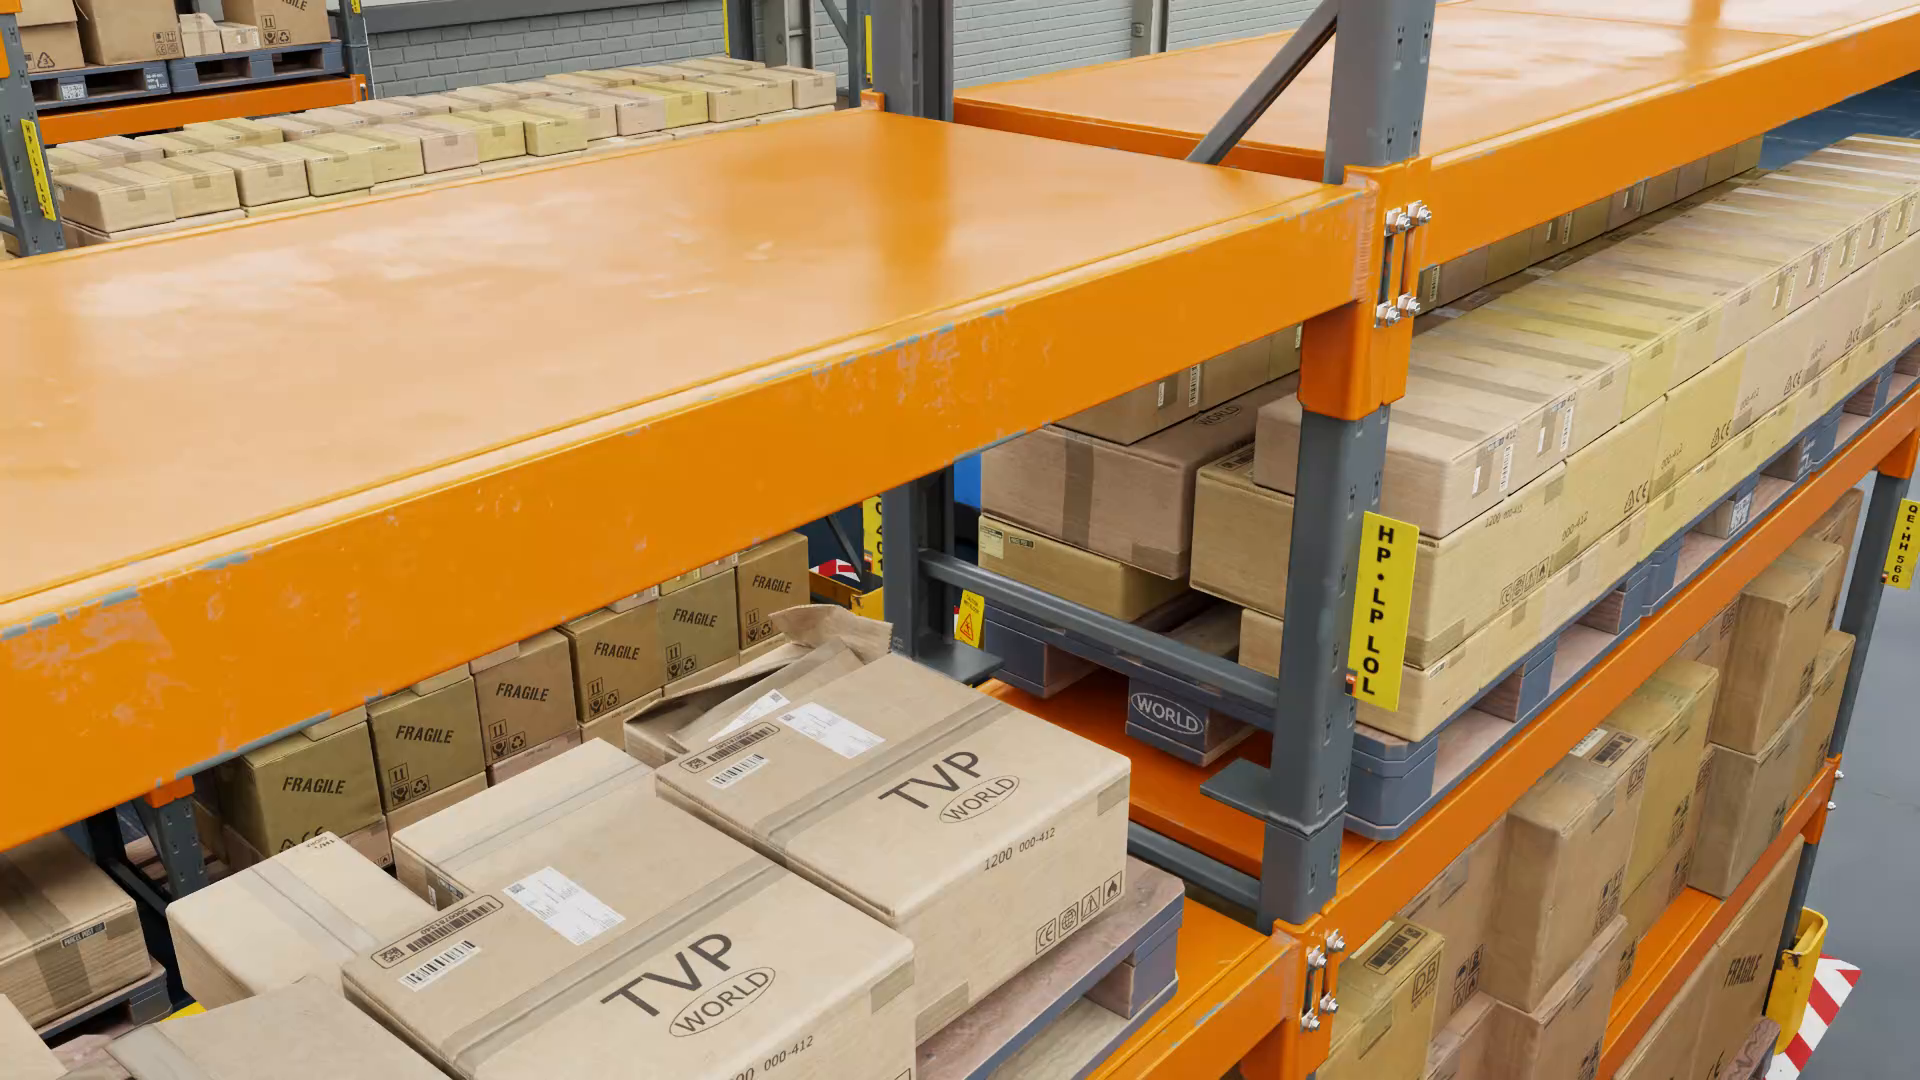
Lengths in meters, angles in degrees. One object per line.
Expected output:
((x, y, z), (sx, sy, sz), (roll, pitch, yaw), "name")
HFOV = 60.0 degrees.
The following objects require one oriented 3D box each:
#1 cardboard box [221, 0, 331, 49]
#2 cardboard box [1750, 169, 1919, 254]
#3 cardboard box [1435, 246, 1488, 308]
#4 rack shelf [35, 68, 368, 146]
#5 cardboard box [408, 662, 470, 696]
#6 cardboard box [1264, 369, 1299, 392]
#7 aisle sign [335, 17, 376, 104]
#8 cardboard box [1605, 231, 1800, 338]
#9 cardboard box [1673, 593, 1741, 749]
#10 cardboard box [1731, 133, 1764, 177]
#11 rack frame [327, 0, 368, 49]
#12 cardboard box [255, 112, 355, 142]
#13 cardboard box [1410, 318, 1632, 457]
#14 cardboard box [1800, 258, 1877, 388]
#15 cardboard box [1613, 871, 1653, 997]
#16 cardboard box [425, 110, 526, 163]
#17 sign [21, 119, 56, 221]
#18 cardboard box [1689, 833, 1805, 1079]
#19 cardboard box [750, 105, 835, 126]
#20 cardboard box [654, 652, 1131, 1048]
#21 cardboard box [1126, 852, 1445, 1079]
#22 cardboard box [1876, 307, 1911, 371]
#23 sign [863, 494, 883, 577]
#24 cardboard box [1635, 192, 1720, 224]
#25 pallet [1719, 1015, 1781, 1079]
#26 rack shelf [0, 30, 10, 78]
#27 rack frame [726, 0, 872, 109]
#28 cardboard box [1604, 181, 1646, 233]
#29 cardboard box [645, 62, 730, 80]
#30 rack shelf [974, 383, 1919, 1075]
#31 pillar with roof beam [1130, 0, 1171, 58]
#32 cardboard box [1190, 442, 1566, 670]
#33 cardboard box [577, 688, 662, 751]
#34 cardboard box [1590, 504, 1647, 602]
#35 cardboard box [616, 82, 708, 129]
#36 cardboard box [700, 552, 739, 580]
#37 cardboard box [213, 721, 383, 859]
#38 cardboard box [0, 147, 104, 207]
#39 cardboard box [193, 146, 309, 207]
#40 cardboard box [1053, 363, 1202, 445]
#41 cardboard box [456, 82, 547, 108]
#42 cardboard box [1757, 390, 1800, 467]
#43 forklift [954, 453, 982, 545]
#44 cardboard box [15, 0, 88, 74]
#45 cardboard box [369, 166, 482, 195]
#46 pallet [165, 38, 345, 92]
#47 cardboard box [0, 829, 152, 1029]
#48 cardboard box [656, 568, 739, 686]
((-4.642, -3.626, 11.246), (0.500, 0.500, 0.500), (21, 32, 39), "cardboard box")
((2.442, -0.927, 4.682), (0.380, 0.149, 0.250), (21, 31, 38), "cardboard box")
((1.105, -0.720, 4.219), (0.380, 0.149, 0.250), (20, 31, 37), "cardboard box")
((-5.863, -2.607, 10.610), (1.077, 0.370, 4.000), (20, 31, 38), "rack shelf")
((-2.434, 0.538, 7.523), (0.380, 0.149, 0.250), (22, 32, 39), "cardboard box")
((0.730, -0.329, 3.835), (0.500, 0.250, 0.500), (20, 31, 37), "cardboard box")
((-4.265, -3.302, 11.770), (0.394, 0.787, 0.004), (20, 31, 38), "aisle sign")
((1.767, -0.619, 3.994), (0.380, 0.149, 0.250), (20, 31, 37), "cardboard box")
((1.875, 0.367, 5.262), (0.875, 0.550, 0.550), (20, 31, 38), "cardboard box")
((2.465, -1.341, 5.605), (0.380, 0.149, 0.250), (21, 31, 38), "cardboard box")
((-4.528, -4.913, 11.208), (1.000, 3.000, 0.127), (20, 31, 38), "rack frame")
((-2.766, -1.698, 7.037), (0.380, 0.149, 0.250), (19, 31, 37), "cardboard box")
((1.090, -0.310, 3.306), (0.380, 0.149, 0.250), (20, 31, 37), "cardboard box")
((2.136, -0.643, 4.536), (0.500, 0.250, 0.500), (20, 31, 37), "cardboard box")
((1.570, 1.039, 5.083), (0.875, 0.550, 0.500), (20, 31, 38), "cardboard box")
((-2.069, -1.724, 7.094), (0.380, 0.149, 0.250), (21, 32, 39), "cardboard box")
((-3.083, -1.236, 5.562), (0.100, 0.325, 0.005), (20, 31, 38), "sign")
((2.521, 1.502, 6.317), (0.875, 0.875, 0.875), (20, 31, 38), "cardboard box")
((-0.970, -2.028, 8.260), (0.500, 0.250, 0.500), (20, 31, 37), "cardboard box")
((-0.097, 0.440, 2.485), (0.500, 0.250, 0.500), (21, 31, 38), "cardboard box")
((0.527, 1.054, 3.730), (0.875, 0.550, 0.550), (20, 31, 38), "cardboard box")
((2.616, -0.643, 5.023), (0.380, 0.149, 0.250), (21, 31, 38), "cardboard box")
((-0.159, -0.074, 3.353), (0.100, 0.325, 0.005), (20, 31, 38), "sign")
((2.074, -0.942, 5.202), (0.500, 0.250, 0.500), (20, 31, 37), "cardboard box")
((2.449, 2.037, 6.449), (1.003, 0.211, 1.213), (20, 31, 38), "pallet")
((-4.833, -1.220, 4.340), (1.077, 0.370, 4.000), (20, 31, 38), "rack shelf")
((-0.829, -3.559, 8.188), (1.000, 3.000, 0.127), (20, 31, 38), "rack frame")
((1.786, -1.031, 4.914), (0.380, 0.149, 0.250), (19, 31, 37), "cardboard box")
((-1.374, -2.305, 8.392), (0.380, 0.149, 0.250), (20, 31, 37), "cardboard box")
((1.590, 0.068, 4.644), (1.077, 0.370, 4.000), (20, 31, 38), "rack shelf")
((5.551, -7.427, 16.816), (9.100, 9.000, 0.400), (20, 31, 38), "pillar with roof beam")
((0.790, -0.027, 3.163), (0.500, 0.250, 0.500), (20, 31, 38), "cardboard box")
((-1.865, 0.878, 8.473), (0.500, 0.250, 0.500), (19, 30, 36), "cardboard box")
((1.258, -0.022, 3.639), (0.380, 0.149, 0.250), (20, 31, 37), "cardboard box")
((-1.400, -2.041, 7.803), (0.380, 0.149, 0.250), (20, 31, 38), "cardboard box")
((-1.364, 0.049, 8.612), (0.380, 0.149, 0.250), (21, 32, 39), "cardboard box")
((-2.904, 1.012, 7.257), (0.500, 0.500, 0.500), (22, 32, 40), "cardboard box")
((-3.450, -1.377, 6.320), (0.380, 0.149, 0.250), (21, 32, 39), "cardboard box")
((-2.710, -1.393, 6.355), (0.380, 0.149, 0.250), (19, 30, 36), "cardboard box")
((0.262, -0.335, 3.362), (0.380, 0.149, 0.250), (20, 31, 37), "cardboard box")
((-2.139, -2.031, 7.780), (0.380, 0.149, 0.250), (21, 32, 39), "cardboard box")
((1.937, -0.333, 4.332), (0.380, 0.149, 0.250), (21, 31, 38), "cardboard box")
((1.254, -1.184, 10.309), (3.031, 2.935, 1.130), (17, 29, 33), "forklift")
((-5.819, -3.175, 10.236), (0.797, 0.503, 0.637), (21, 32, 39), "cardboard box")
((-2.320, -1.407, 6.874), (0.500, 0.250, 0.500), (20, 31, 38), "cardboard box")
((-5.019, -3.296, 11.375), (1.003, 0.211, 1.213), (20, 31, 38), "pallet")
((-3.847, 1.565, 6.791), (0.950, 0.372, 0.625), (21, 31, 38), "cardboard box")
((-1.515, 0.375, 8.679), (0.500, 0.500, 0.500), (22, 32, 39), "cardboard box")
